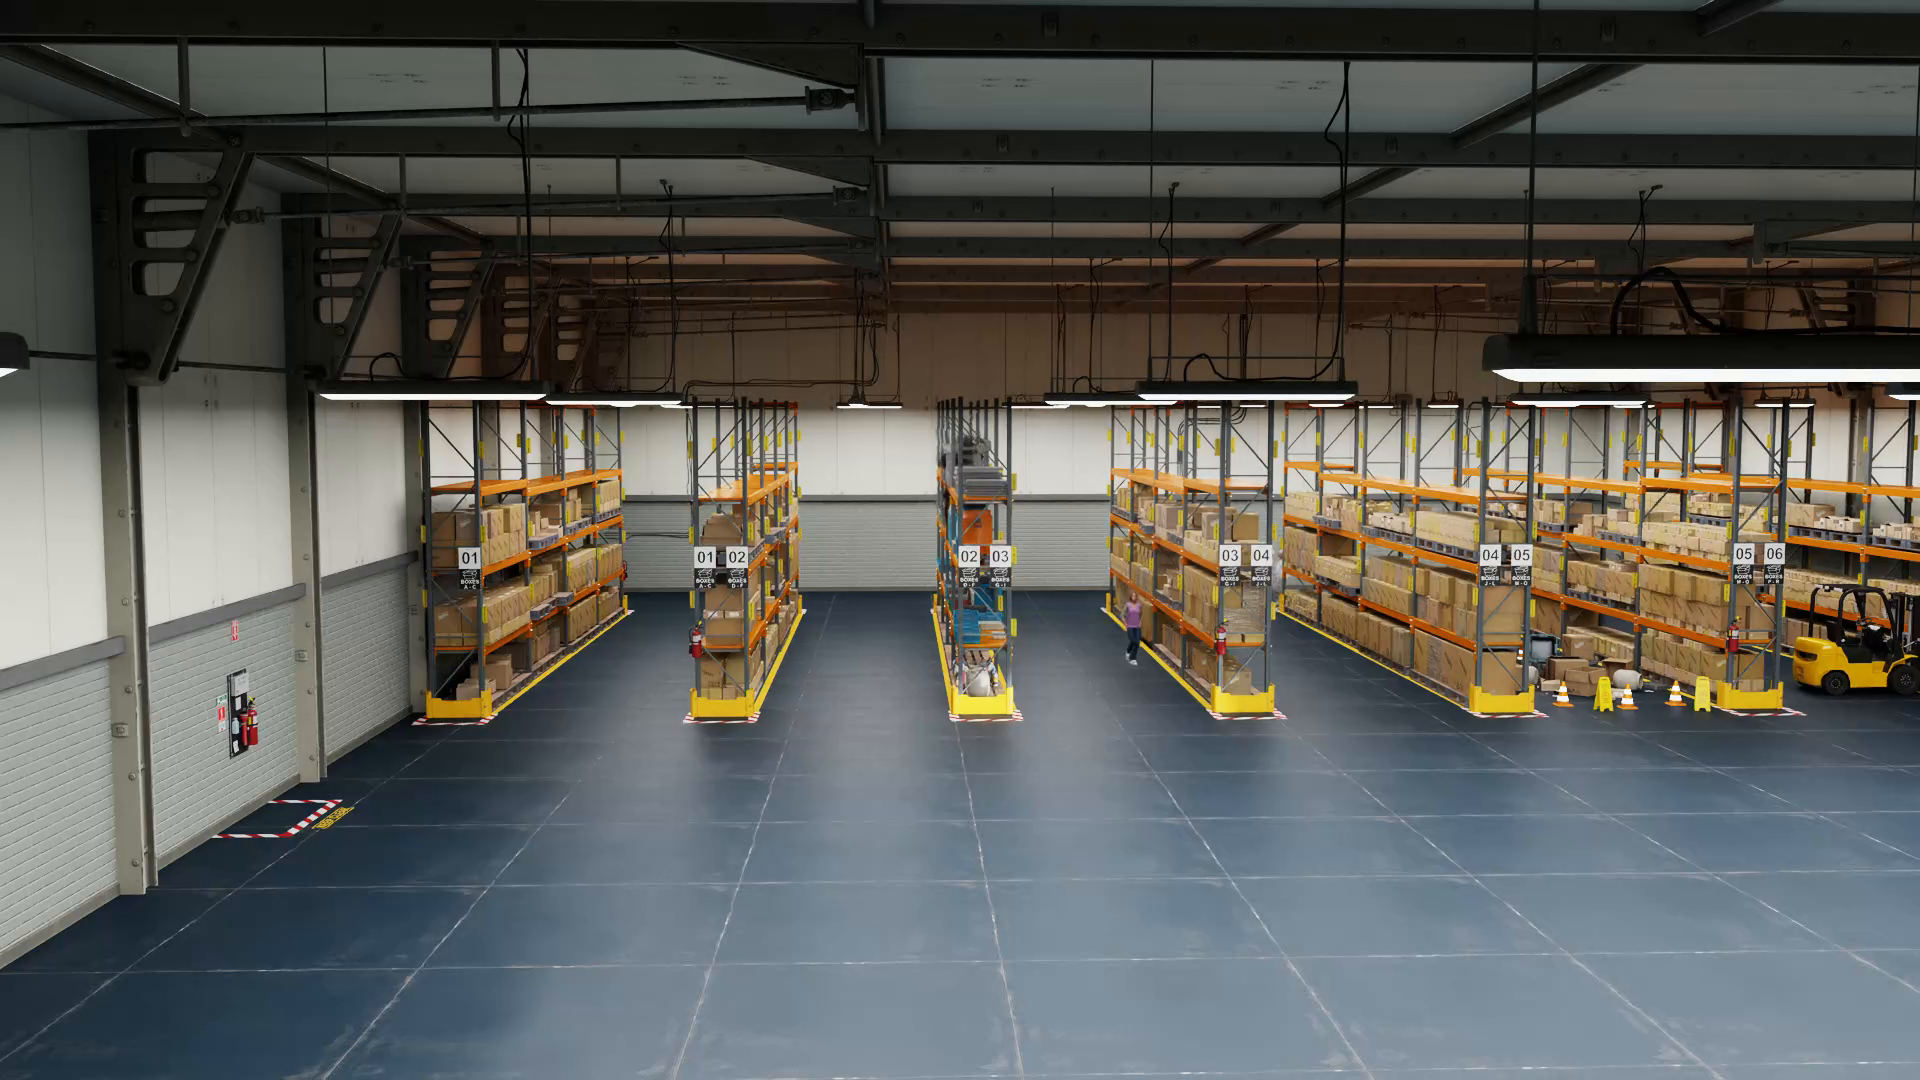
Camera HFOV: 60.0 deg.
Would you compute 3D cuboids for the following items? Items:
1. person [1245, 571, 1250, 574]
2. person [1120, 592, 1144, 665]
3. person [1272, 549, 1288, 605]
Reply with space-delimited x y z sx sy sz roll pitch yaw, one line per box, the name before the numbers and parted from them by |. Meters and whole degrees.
person | 8.065 1.281 47.646 0.589 1.566 0.596 3 5 36
person | 3.728 1.895 35.740 0.507 1.563 0.467 -1 5 -12
person | 9.447 1.104 48.873 0.568 1.732 0.733 -1 4 -9
